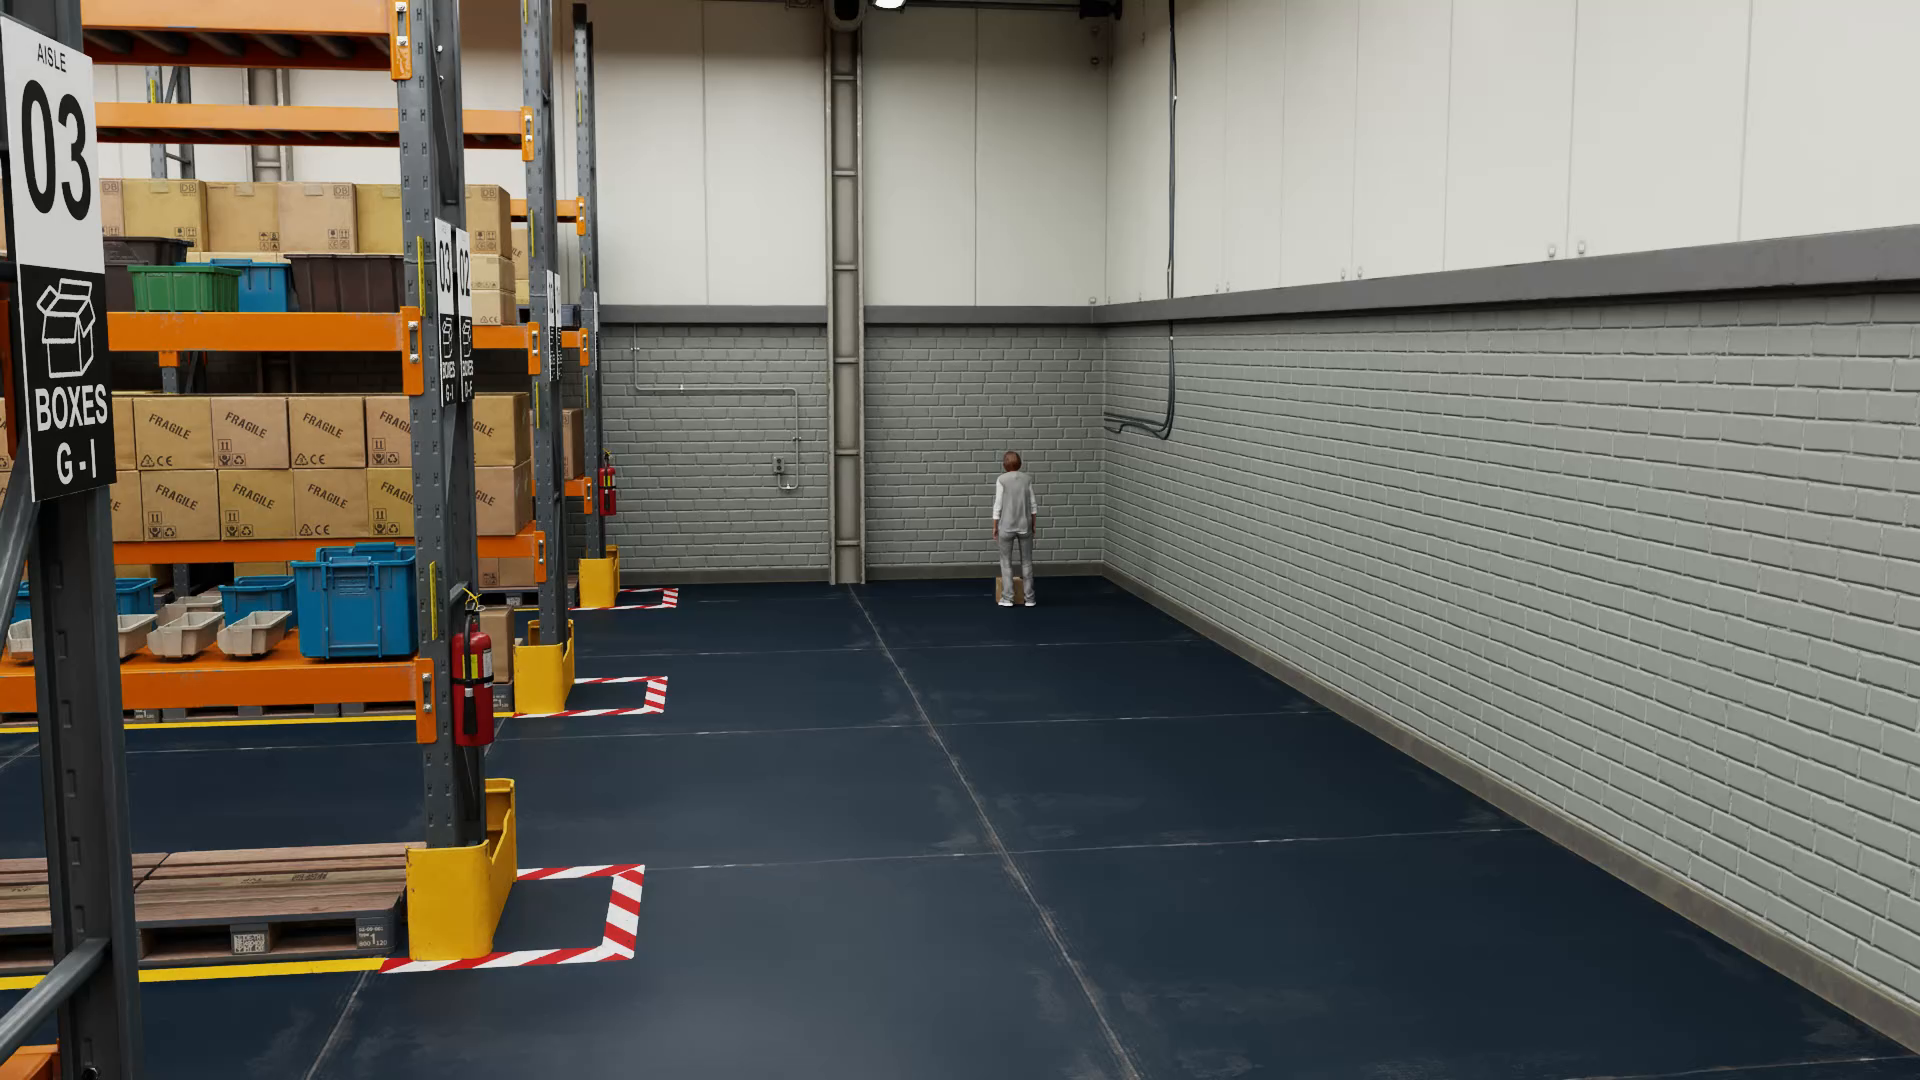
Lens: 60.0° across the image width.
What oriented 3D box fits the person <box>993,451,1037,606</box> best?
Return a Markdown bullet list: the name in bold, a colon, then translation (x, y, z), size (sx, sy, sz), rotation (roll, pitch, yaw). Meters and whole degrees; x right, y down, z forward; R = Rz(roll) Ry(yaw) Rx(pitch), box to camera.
- **person**: translation (0.560, -0.106, 16.981), size (0.481, 1.580, 0.378), rotation (-1, 7, -12)
